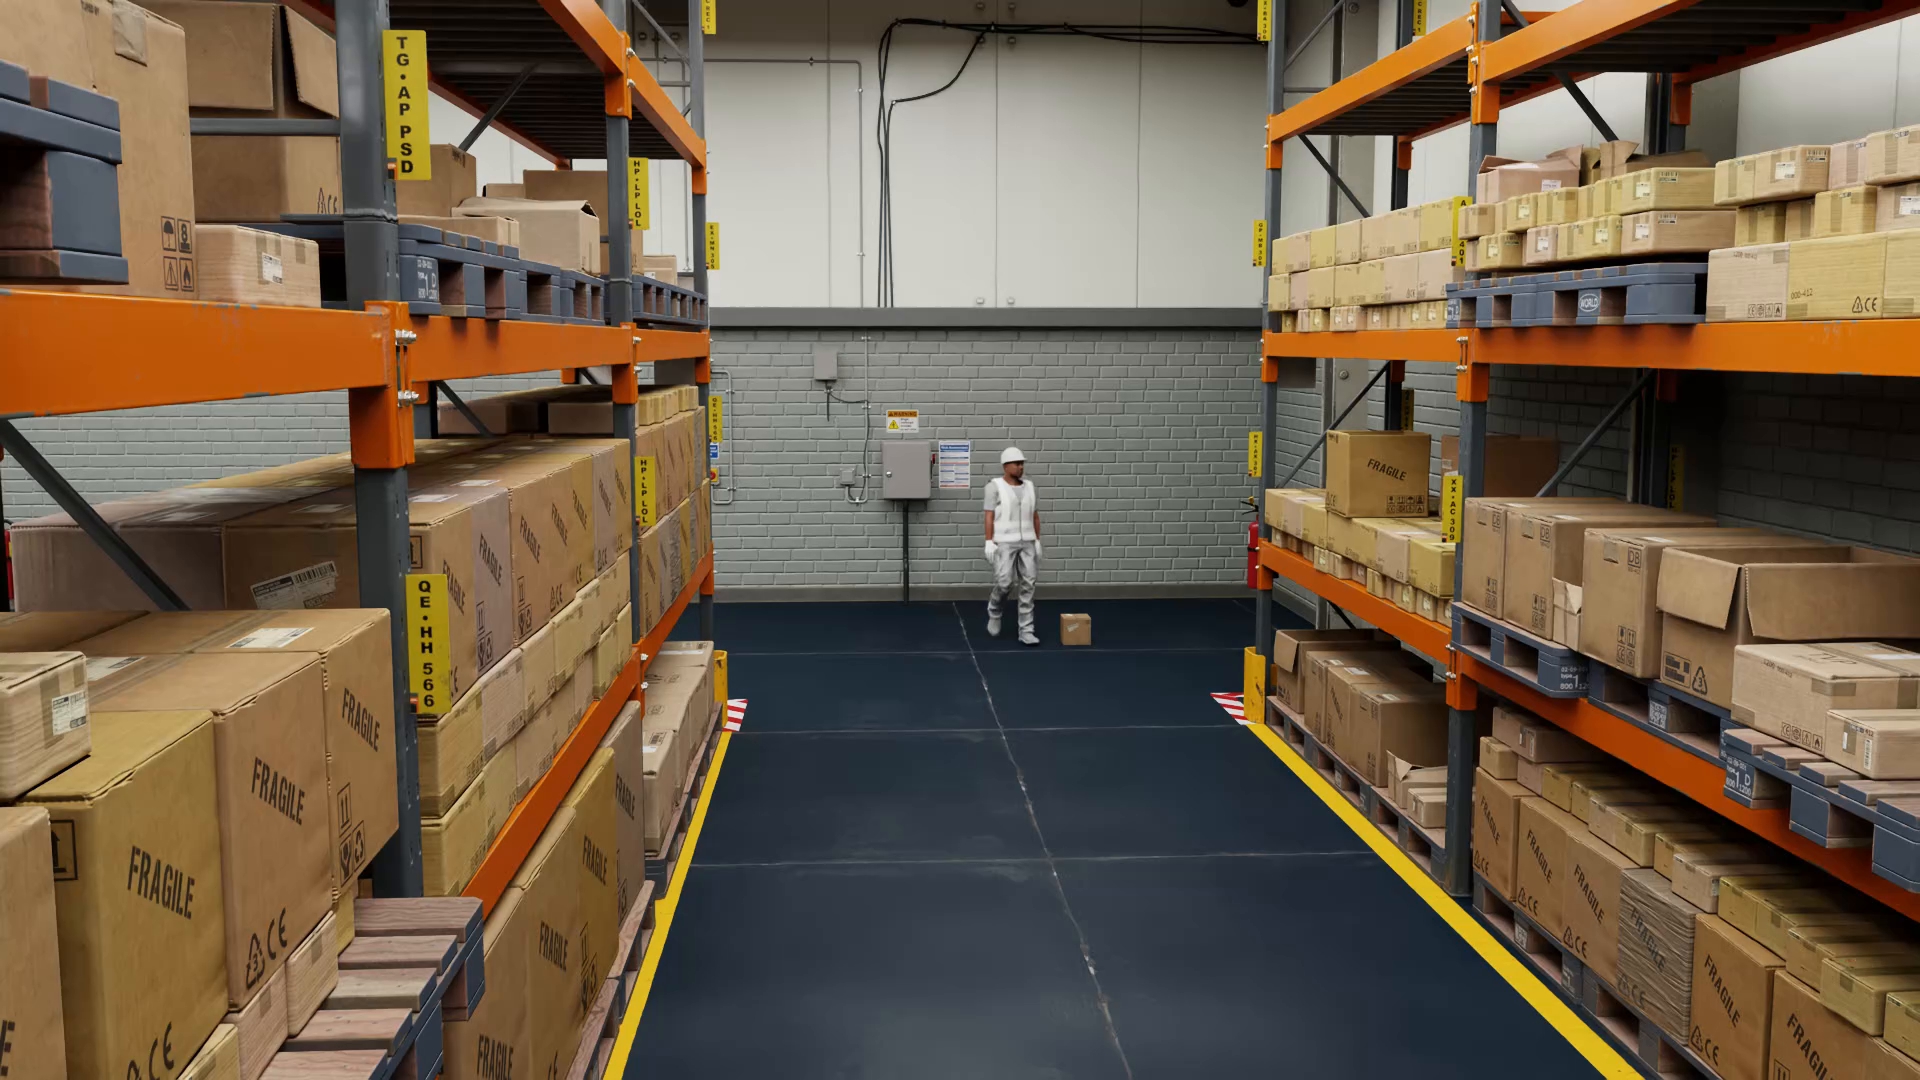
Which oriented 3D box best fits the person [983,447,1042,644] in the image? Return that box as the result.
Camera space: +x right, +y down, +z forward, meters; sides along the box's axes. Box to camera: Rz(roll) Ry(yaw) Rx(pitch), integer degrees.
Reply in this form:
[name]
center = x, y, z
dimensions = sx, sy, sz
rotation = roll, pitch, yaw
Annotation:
[person]
center = 0.519, 0.044, 15.216
dimensions = 0.592, 1.772, 0.634
rotation = -3, 7, -25
